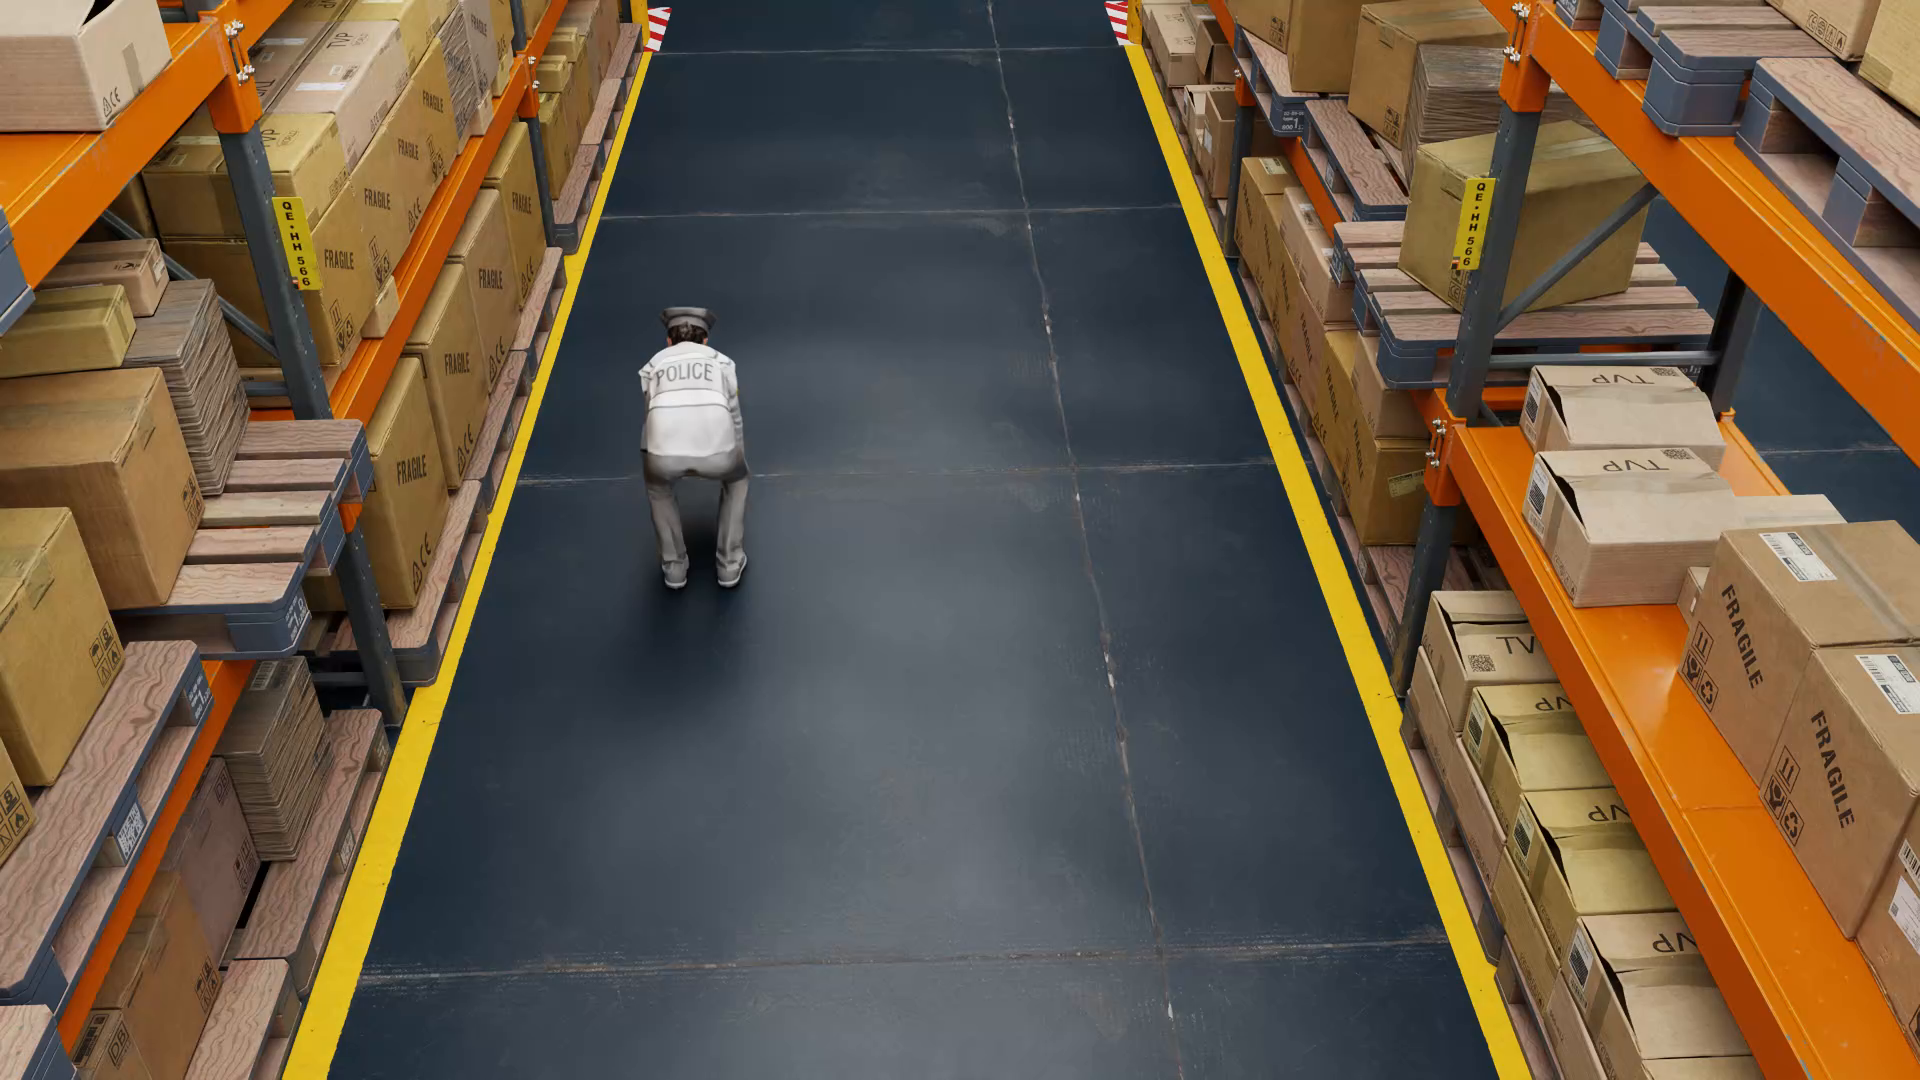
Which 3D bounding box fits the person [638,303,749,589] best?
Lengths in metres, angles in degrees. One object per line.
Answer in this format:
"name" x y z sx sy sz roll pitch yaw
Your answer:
"person" -1.150 -0.407 7.220 0.452 1.085 0.920 -3 36 -4
